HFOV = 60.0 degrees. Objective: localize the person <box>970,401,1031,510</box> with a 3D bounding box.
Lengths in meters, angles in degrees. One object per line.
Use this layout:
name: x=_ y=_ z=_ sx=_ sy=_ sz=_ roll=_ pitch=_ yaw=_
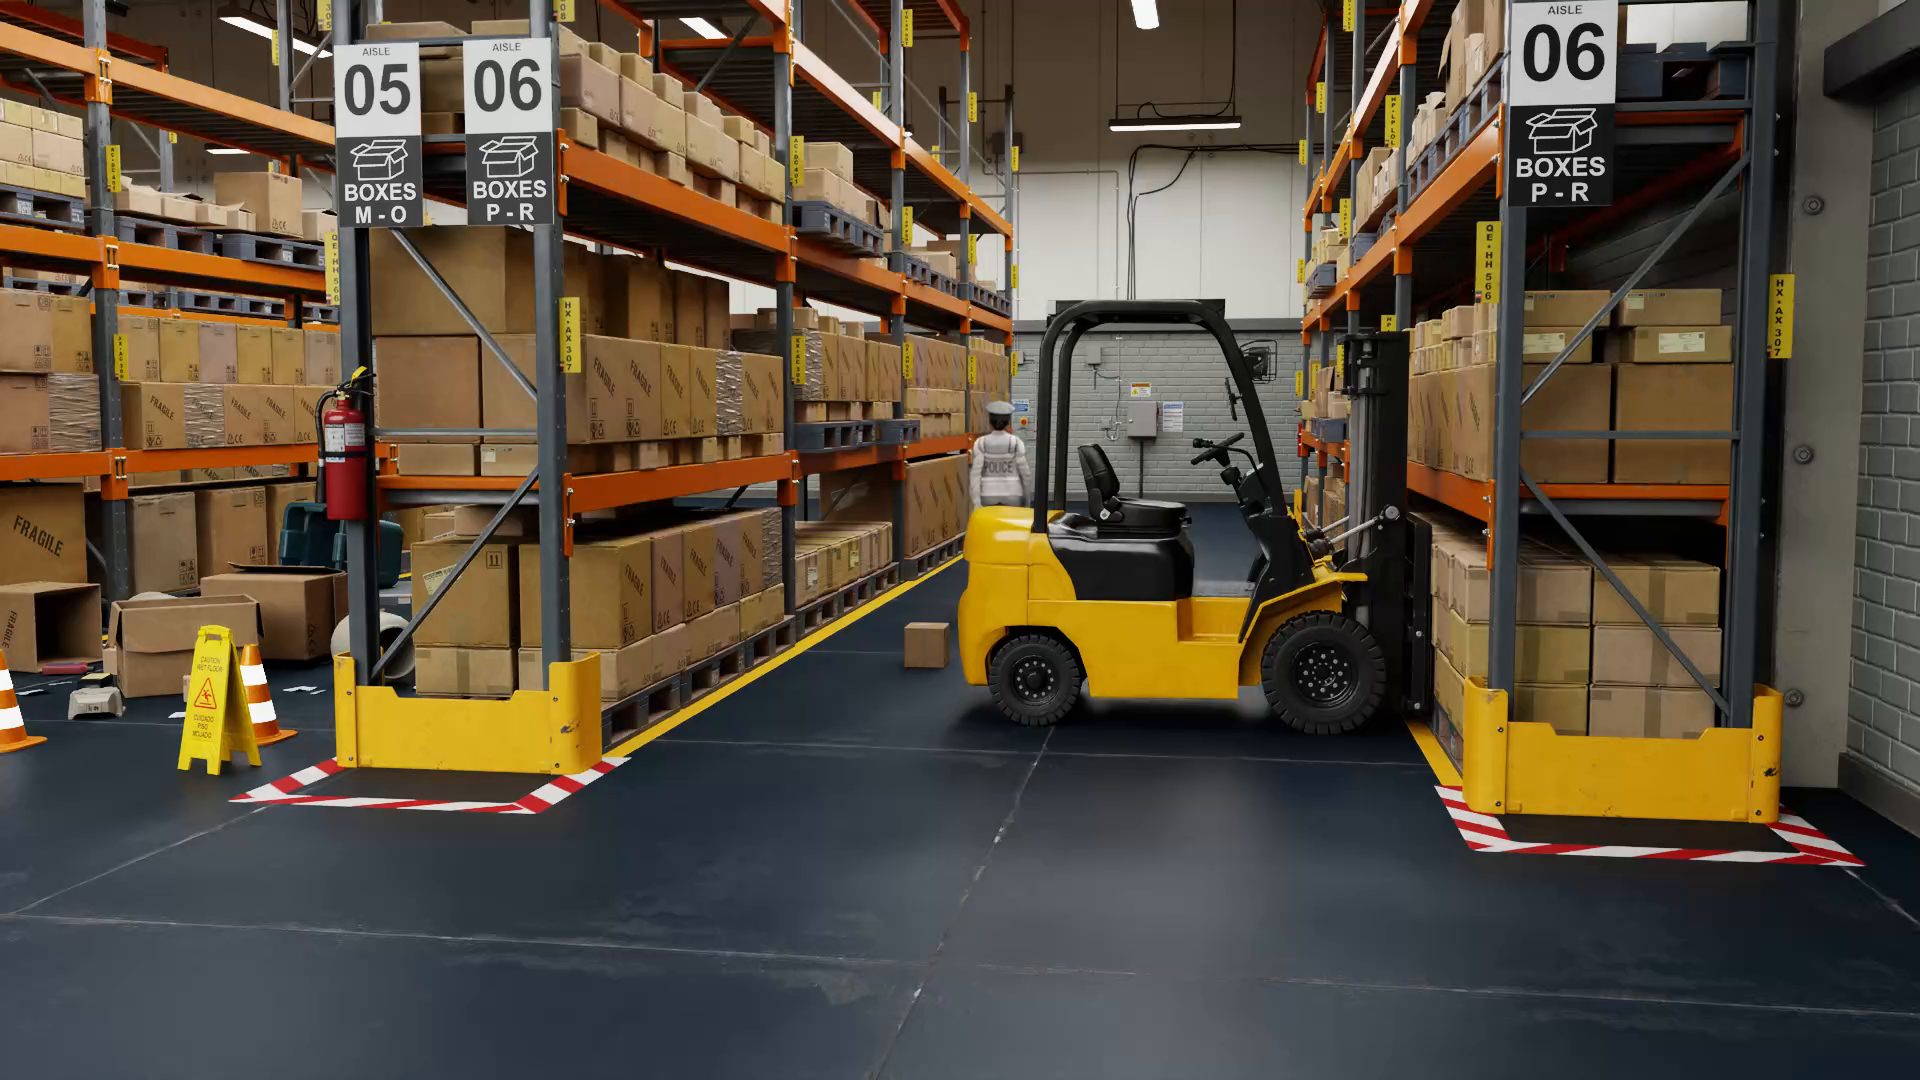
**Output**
person: x=0.360 y=-0.356 z=14.037 sx=0.499 sy=1.636 sz=0.954 roll=1 pitch=5 yaw=10
